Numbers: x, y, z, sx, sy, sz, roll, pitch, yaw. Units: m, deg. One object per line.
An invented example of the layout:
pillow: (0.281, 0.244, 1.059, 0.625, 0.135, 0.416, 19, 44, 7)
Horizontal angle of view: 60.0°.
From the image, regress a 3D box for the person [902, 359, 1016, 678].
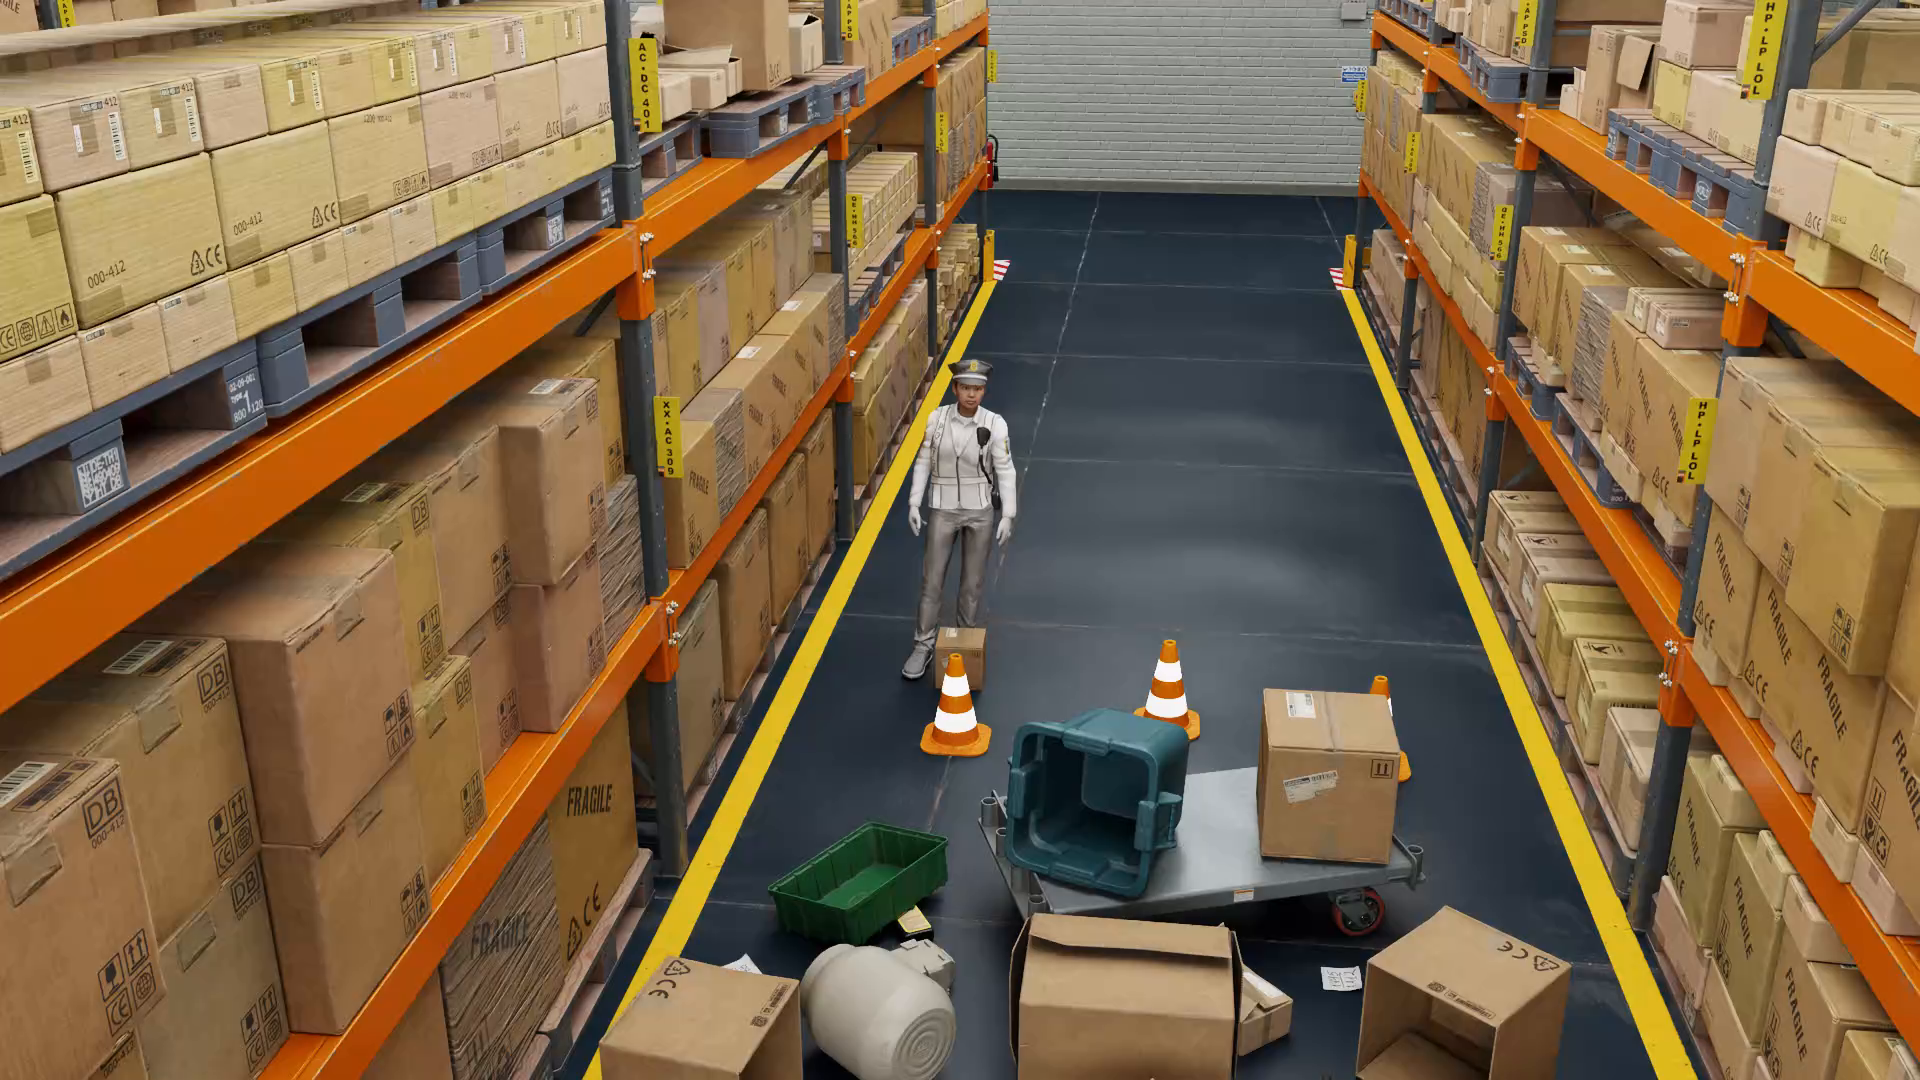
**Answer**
person: (0.002, -0.122, 8.825, 0.588, 1.697, 0.533, 3, 21, 6)
